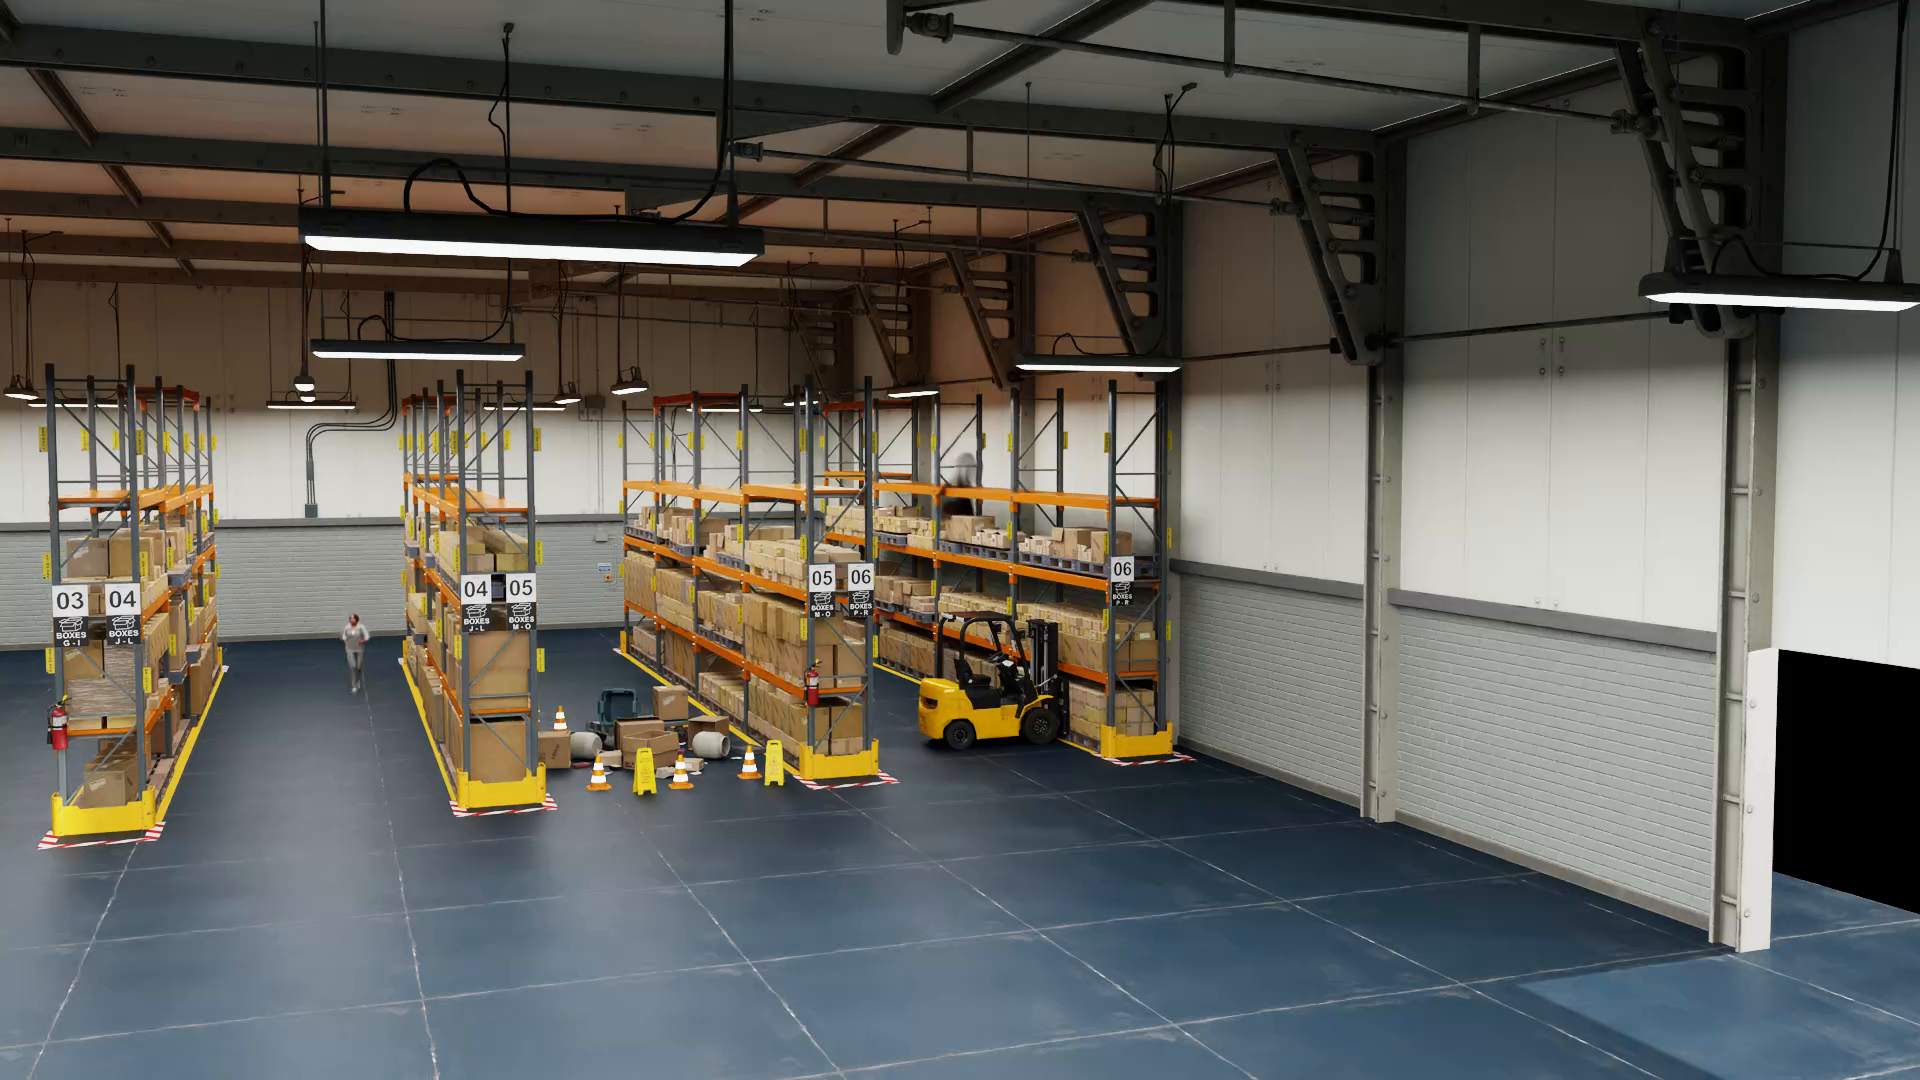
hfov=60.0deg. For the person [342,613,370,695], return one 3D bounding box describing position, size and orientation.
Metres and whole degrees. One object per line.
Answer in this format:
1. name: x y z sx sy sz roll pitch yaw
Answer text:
1. person: -12.134 2.257 33.414 0.528 1.604 0.801 -1 3 -16
